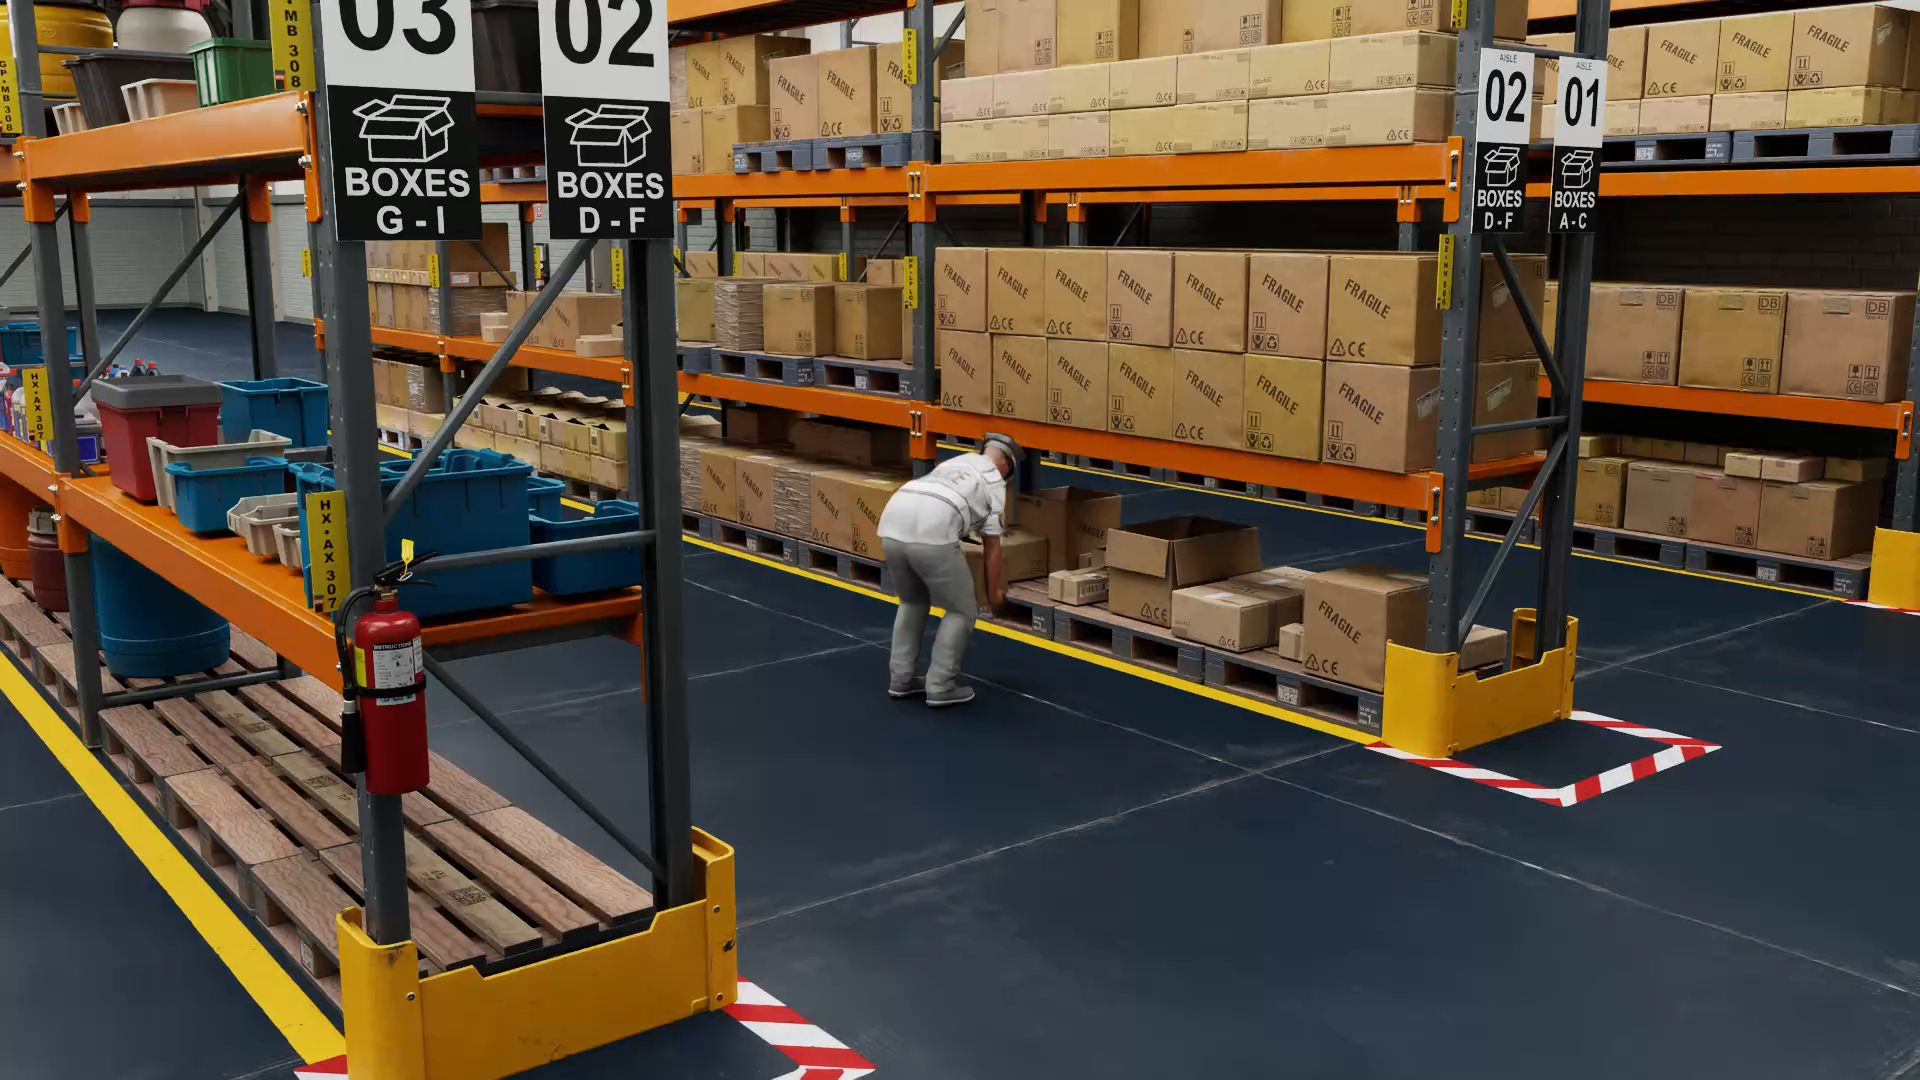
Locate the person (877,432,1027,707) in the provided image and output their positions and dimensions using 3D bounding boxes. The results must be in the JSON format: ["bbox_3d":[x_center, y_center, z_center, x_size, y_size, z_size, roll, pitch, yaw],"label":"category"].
[{"bbox_3d":[-0.005,0.137,8.779,0.476,1.351,0.995,9,14,39],"label":"person"}]
